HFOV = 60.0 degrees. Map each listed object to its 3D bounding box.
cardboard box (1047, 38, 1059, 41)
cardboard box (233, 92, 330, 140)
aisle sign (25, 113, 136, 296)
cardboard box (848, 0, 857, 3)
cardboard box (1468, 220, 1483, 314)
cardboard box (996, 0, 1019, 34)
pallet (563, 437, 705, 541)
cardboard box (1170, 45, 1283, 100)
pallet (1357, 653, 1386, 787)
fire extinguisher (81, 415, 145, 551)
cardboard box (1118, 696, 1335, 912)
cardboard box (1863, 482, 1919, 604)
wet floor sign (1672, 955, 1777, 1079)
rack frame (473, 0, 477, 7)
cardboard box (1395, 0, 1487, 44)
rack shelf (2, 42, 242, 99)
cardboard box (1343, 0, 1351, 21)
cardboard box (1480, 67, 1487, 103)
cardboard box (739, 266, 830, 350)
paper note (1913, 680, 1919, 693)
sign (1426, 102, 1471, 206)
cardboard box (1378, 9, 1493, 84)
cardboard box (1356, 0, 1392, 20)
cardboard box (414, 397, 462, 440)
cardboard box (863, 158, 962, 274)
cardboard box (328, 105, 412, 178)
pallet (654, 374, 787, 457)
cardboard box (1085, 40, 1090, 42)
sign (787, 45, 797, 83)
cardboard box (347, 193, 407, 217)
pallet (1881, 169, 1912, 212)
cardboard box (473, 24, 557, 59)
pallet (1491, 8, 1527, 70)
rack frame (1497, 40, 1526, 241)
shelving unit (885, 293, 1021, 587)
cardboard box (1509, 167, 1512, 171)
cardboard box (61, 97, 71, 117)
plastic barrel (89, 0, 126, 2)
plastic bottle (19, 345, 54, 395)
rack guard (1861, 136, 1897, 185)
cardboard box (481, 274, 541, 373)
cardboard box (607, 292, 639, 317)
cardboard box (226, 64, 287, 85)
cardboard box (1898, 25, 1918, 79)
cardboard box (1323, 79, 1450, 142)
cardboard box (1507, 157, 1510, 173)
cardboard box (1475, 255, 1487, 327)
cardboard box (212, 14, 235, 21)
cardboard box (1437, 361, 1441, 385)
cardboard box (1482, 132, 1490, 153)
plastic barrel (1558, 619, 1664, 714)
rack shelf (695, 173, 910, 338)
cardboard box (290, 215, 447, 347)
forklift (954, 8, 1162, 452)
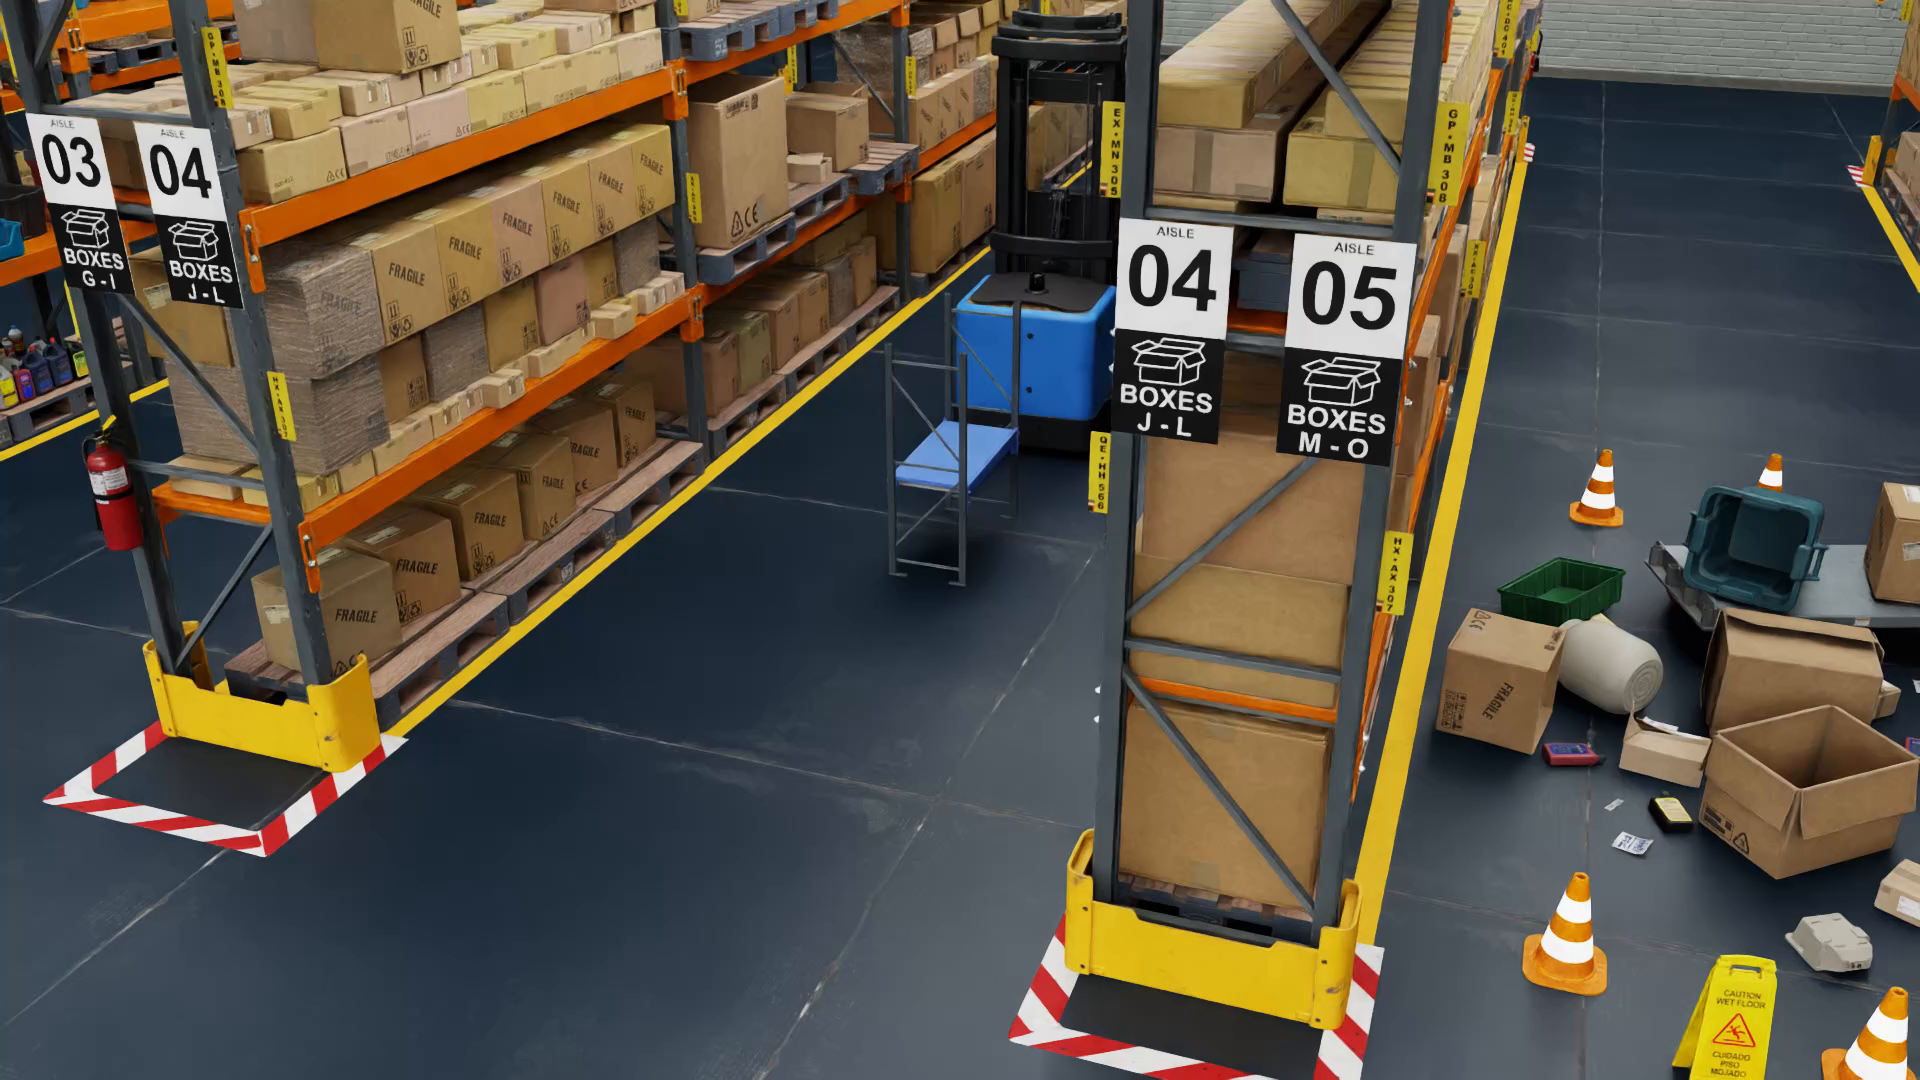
[{"bbox_3d":[0.793,-5.452,18.398,0.500,0.250,0.500,8,27,16],"label":"cardboard box"},{"bbox_3d":[-3.116,-1.933,7.573,0.380,0.149,0.250,9,27,19],"label":"cardboard box"},{"bbox_3d":[-3.907,-1.487,7.396,0.394,0.787,0.004,9,27,17],"label":"aisle sign"},{"bbox_3d":[-1.021,-4.432,13.192,0.500,0.250,0.500,9,27,17],"label":"cardboard box"},{"bbox_3d":[3.136,-1.817,10.945,0.500,0.500,0.500,9,27,17],"label":"cardboard box"},{"bbox_3d":[0.185,-5.463,17.325,0.797,0.503,0.637,8,27,16],"label":"cardboard box"},{"bbox_3d":[-2.463,-0.406,11.347,1.003,0.211,1.213,9,27,17],"label":"pallet"},{"bbox_3d":[1.002,-1.763,6.284,0.380,0.149,0.250,9,27,18],"label":"cardboard box"},{"bbox_3d":[1.640,0.877,8.696,1.003,0.211,1.213,9,27,17],"label":"pallet"},{"bbox_3d":[-4.076,-0.284,7.983,0.296,0.674,0.183,9,27,17],"label":"fire extinguisher"},{"bbox_3d":[1.203,0.941,7.321,0.875,0.875,0.875,9,27,18],"label":"cardboard box"},{"bbox_3d":[5.384,0.033,9.239,0.500,0.500,0.500,9,27,17],"label":"cardboard box"},{"bbox_3d":[2.898,1.821,6.249,0.267,0.644,0.232,4,26,8],"label":"wet floor sign"},{"bbox_3d":[-7.620,-8.312,24.475,1.000,3.000,0.127,9,27,17],"label":"rack frame"},{"bbox_3d":[2.129,-2.297,7.386,0.380,0.149,0.250,8,27,17],"label":"cardboard box"},{"bbox_3d":[-9.616,-5.523,19.540,1.077,0.370,4.000,9,27,17],"label":"rack shelf"},{"bbox_3d":[1.677,-2.598,8.008,0.380,0.149,0.250,8,27,17],"label":"cardboard box"},{"bbox_3d":[2.383,-2.247,8.198,0.380,0.149,0.250,9,27,18],"label":"cardboard box"},{"bbox_3d":[-1.500,-1.917,13.632,0.700,0.500,0.500,11,28,22],"label":"cardboard box"},{"bbox_3d":[5.288,0.801,9.060,0.148,0.019,0.142,9,27,17],"label":"paper note"},{"bbox_3d":[1.562,-1.234,5.321,0.100,0.325,0.005,9,27,17],"label":"sign"},{"bbox_3d":[2.281,-2.385,8.026,0.500,0.250,0.500,9,27,17],"label":"cardboard box"},{"bbox_3d":[1.944,-2.672,8.619,0.500,0.250,0.500,9,27,18],"label":"cardboard box"},{"bbox_3d":[-2.932,-0.676,8.993,0.380,0.149,0.250,9,27,17],"label":"cardboard box"},{"bbox_3d":[-0.692,-3.100,15.666,1.225,0.875,0.875,7,27,15],"label":"cardboard box"},{"bbox_3d":[-3.034,-1.955,8.075,0.500,0.250,0.500,8,27,16],"label":"cardboard box"},{"bbox_3d":[-2.015,-1.008,12.589,1.003,0.211,1.213,9,27,17],"label":"pallet"},{"bbox_3d":[1.319,-5.831,19.640,0.380,0.149,0.250,8,27,16],"label":"cardboard box"},{"bbox_3d":[-1.466,-4.187,14.626,0.100,0.325,0.005,9,27,17],"label":"sign"},{"bbox_3d":[-3.324,-1.601,9.011,0.500,0.500,0.500,9,27,17],"label":"cardboard box"},{"bbox_3d":[10.874,-3.842,18.443,1.003,0.211,1.213,9,27,17],"label":"pallet"},{"bbox_3d":[-2.508,-2.804,9.373,0.380,0.149,0.250,10,28,19],"label":"cardboard box"},{"bbox_3d":[3.169,-3.358,11.019,1.003,0.211,1.213,10,28,20],"label":"pallet"},{"bbox_3d":[5.033,-4.469,16.539,1.000,3.000,0.127,9,27,17],"label":"rack frame"},{"bbox_3d":[-0.028,-0.640,10.351,0.538,1.500,1.048,9,27,17],"label":"shelving unit"},{"bbox_3d":[6.131,-4.339,19.059,0.380,0.149,0.250,8,27,15],"label":"cardboard box"},{"bbox_3d":[-10.177,-4.877,18.884,0.500,0.250,0.500,10,28,19],"label":"cardboard box"},{"bbox_3d":[-6.761,-4.746,13.092,0.600,0.901,0.600,0,26,0],"label":"plastic barrel"},{"bbox_3d":[-6.949,-1.281,12.489,0.144,0.351,0.185,7,27,15],"label":"plastic bottle"},{"bbox_3d":[11.074,-4.322,19.102,1.175,0.500,0.348,9,27,17],"label":"rack guard"},{"bbox_3d":[-2.957,-1.326,9.590,0.875,0.500,0.500,9,27,17],"label":"cardboard box"},{"bbox_3d":[-2.299,-1.503,10.701,0.380,0.149,0.250,9,27,17],"label":"cardboard box"},{"bbox_3d":[-3.559,-2.245,8.217,0.380,0.149,0.250,9,27,18],"label":"cardboard box"},{"bbox_3d":[10.636,-5.326,18.194,0.500,0.500,0.500,9,27,17],"label":"cardboard box"},{"bbox_3d":[1.451,-1.459,5.656,0.380,0.149,0.250,9,27,18],"label":"cardboard box"},{"bbox_3d":[5.852,-4.149,18.325,0.380,0.149,0.250,9,27,17],"label":"cardboard box"},{"bbox_3d":[4.178,-2.143,14.121,0.500,0.500,0.500,8,27,15],"label":"cardboard box"},{"bbox_3d":[-9.319,-6.740,20.632,0.700,0.500,0.500,0,26,0],"label":"cardboard box"},{"bbox_3d":[2.260,-1.096,9.399,0.875,0.550,0.550,9,27,17],"label":"cardboard box"},{"bbox_3d":[4.052,-3.205,13.392,0.380,0.149,0.250,10,28,20],"label":"cardboard box"},{"bbox_3d":[3.440,0.666,8.888,0.421,0.421,0.512,-14,29,-27],"label":"plastic barrel"},{"bbox_3d":[-1.607,-2.441,13.174,1.077,0.370,4.000,9,27,17],"label":"rack shelf"},{"bbox_3d":[-2.991,-1.319,8.428,0.500,0.500,0.500,9,27,17],"label":"cardboard box"},{"bbox_3d":[0.874,-2.570,12.694,1.130,2.935,3.031,8,27,15],"label":"forklift"}]
